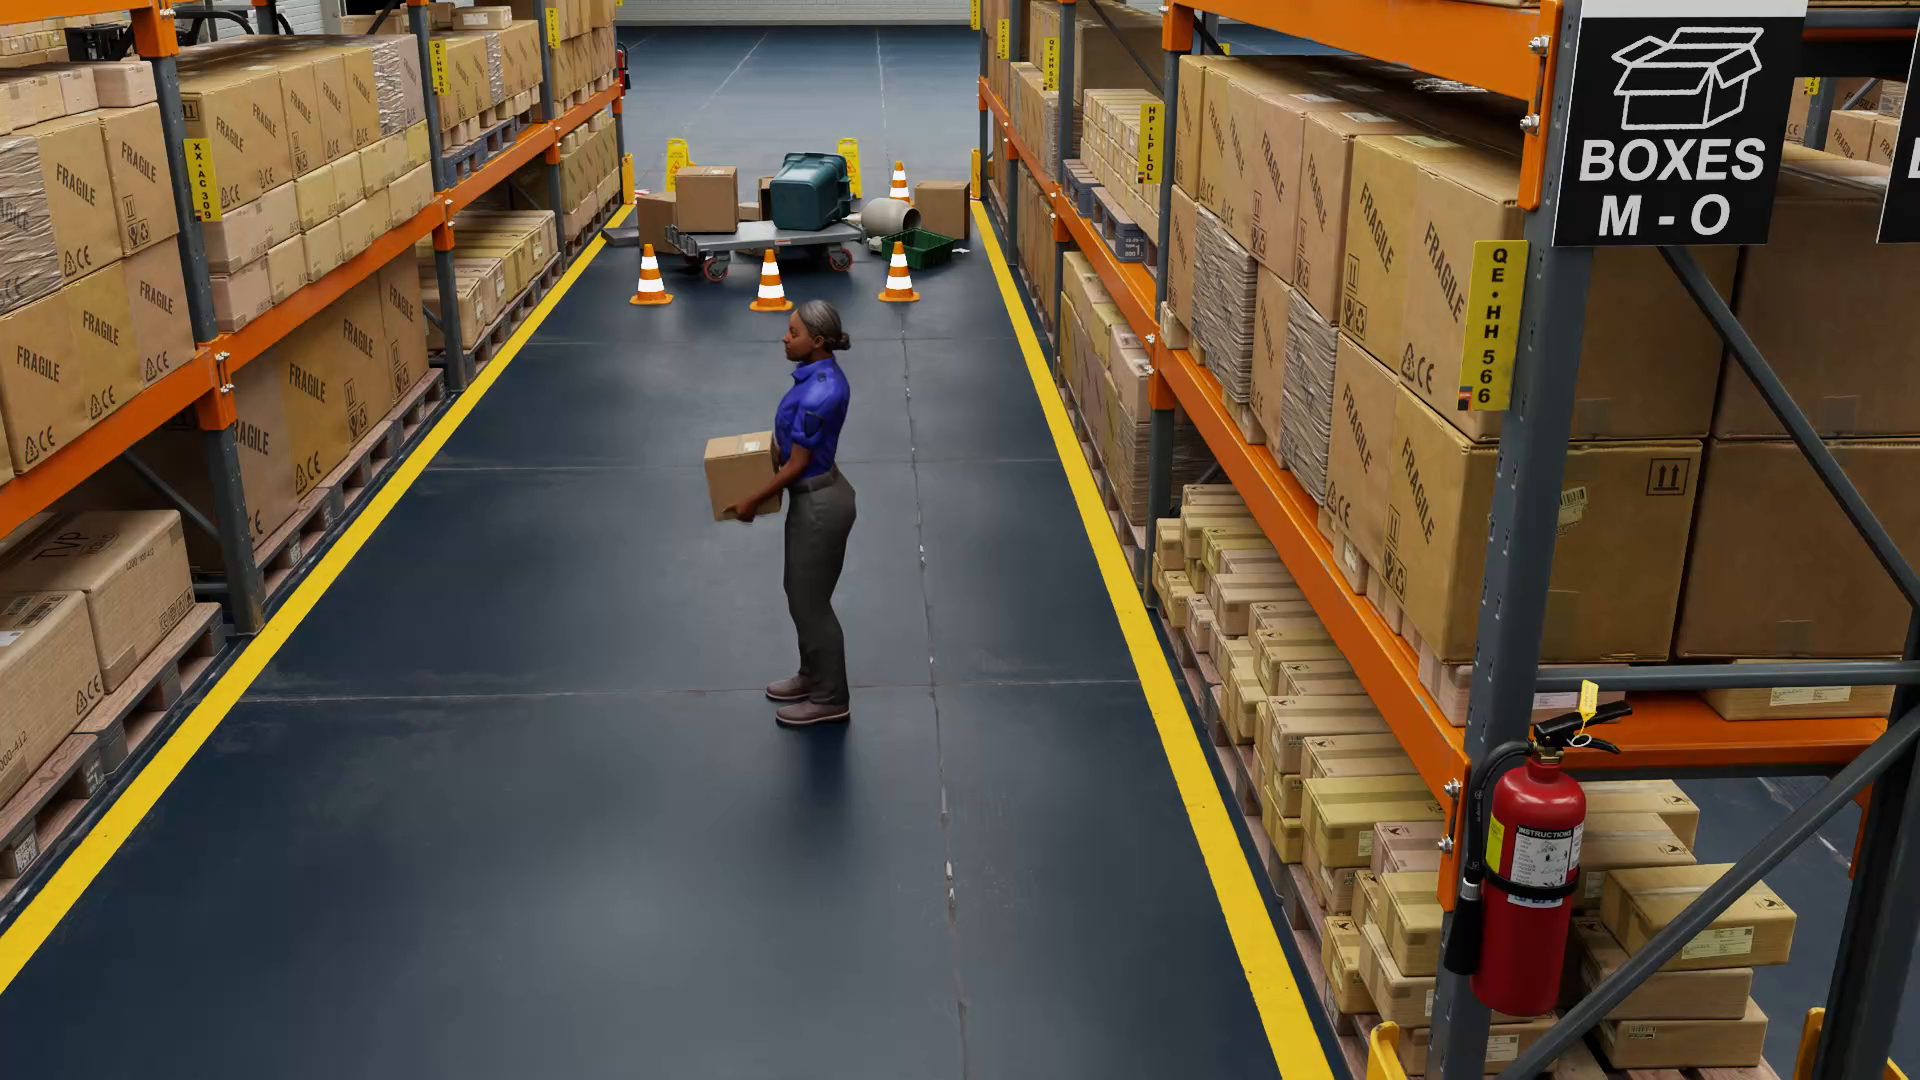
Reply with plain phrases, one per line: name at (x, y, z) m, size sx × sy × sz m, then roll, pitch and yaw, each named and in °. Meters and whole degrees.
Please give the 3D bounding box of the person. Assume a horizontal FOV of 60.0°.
person at (-0.647, -0.103, 6.374) m, size 0.502 × 1.656 × 0.442 m, roll -1°, pitch 21°, yaw -3°
